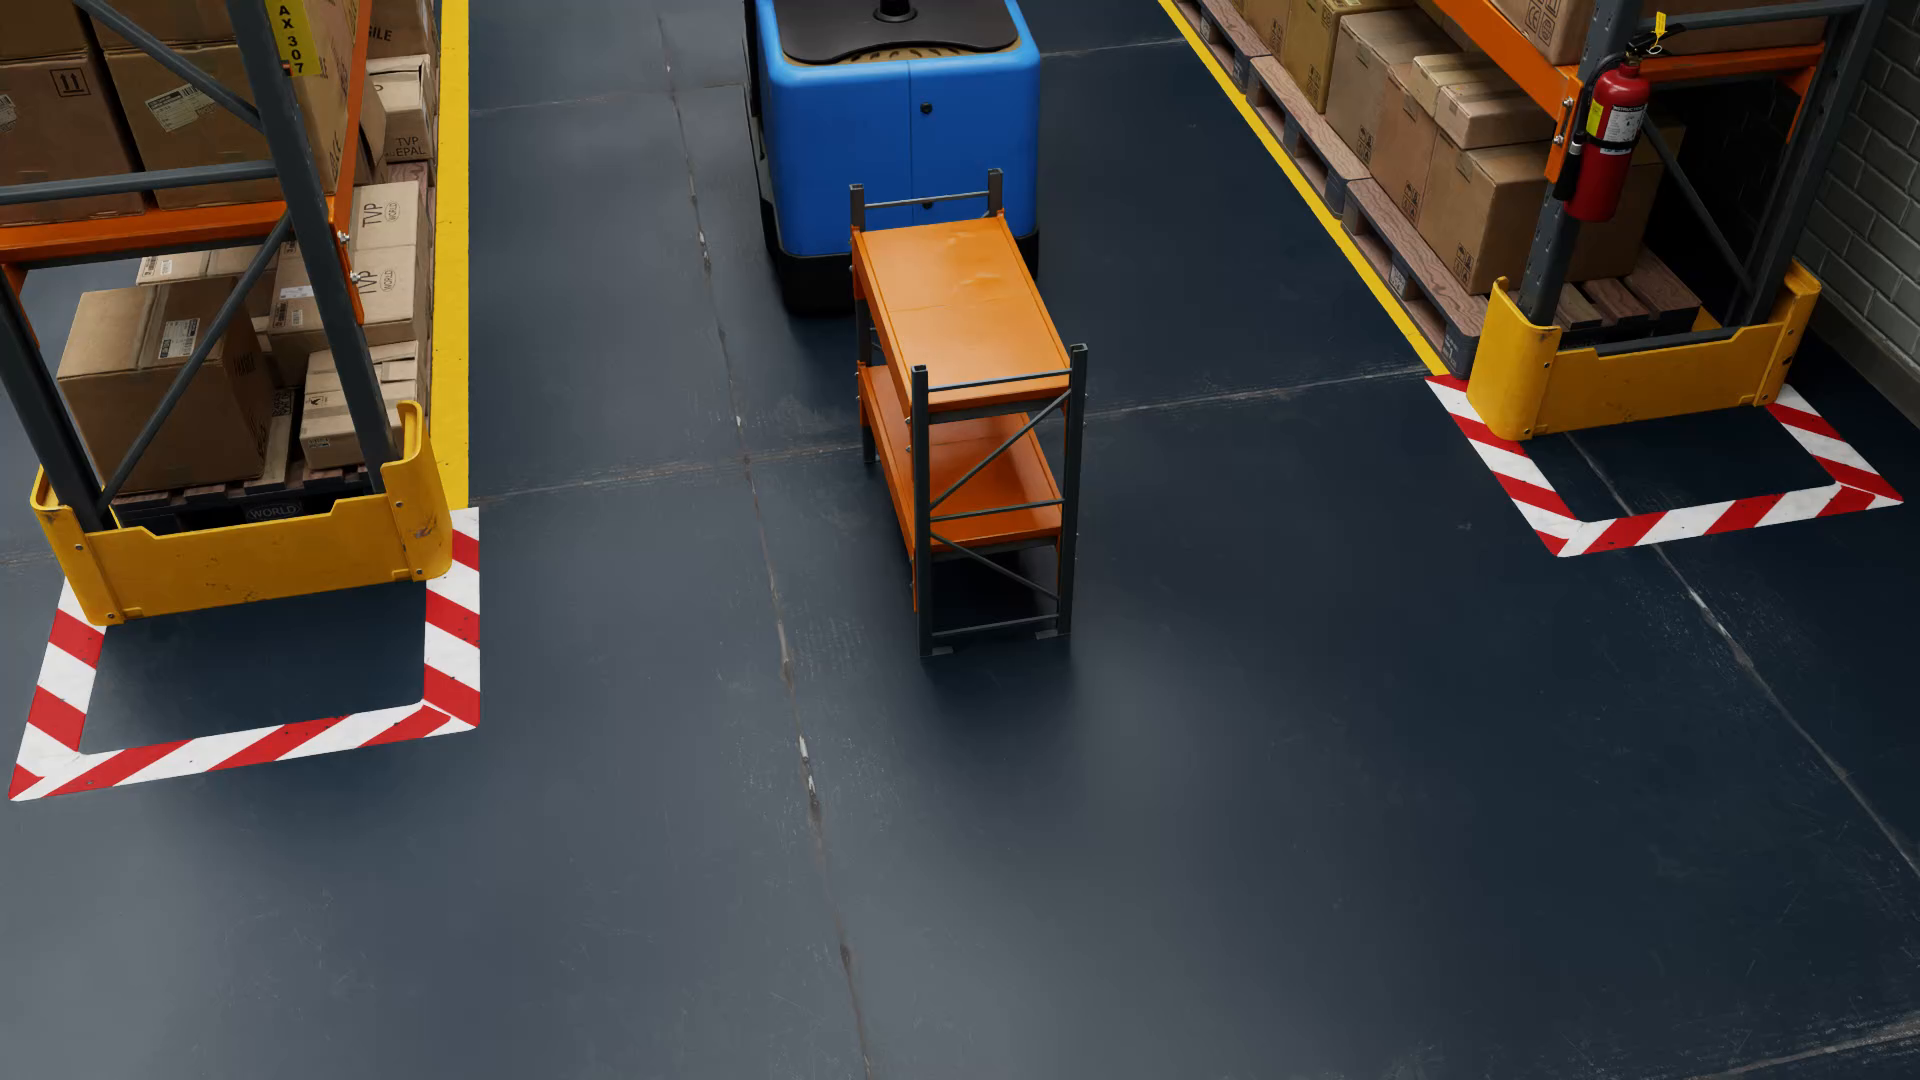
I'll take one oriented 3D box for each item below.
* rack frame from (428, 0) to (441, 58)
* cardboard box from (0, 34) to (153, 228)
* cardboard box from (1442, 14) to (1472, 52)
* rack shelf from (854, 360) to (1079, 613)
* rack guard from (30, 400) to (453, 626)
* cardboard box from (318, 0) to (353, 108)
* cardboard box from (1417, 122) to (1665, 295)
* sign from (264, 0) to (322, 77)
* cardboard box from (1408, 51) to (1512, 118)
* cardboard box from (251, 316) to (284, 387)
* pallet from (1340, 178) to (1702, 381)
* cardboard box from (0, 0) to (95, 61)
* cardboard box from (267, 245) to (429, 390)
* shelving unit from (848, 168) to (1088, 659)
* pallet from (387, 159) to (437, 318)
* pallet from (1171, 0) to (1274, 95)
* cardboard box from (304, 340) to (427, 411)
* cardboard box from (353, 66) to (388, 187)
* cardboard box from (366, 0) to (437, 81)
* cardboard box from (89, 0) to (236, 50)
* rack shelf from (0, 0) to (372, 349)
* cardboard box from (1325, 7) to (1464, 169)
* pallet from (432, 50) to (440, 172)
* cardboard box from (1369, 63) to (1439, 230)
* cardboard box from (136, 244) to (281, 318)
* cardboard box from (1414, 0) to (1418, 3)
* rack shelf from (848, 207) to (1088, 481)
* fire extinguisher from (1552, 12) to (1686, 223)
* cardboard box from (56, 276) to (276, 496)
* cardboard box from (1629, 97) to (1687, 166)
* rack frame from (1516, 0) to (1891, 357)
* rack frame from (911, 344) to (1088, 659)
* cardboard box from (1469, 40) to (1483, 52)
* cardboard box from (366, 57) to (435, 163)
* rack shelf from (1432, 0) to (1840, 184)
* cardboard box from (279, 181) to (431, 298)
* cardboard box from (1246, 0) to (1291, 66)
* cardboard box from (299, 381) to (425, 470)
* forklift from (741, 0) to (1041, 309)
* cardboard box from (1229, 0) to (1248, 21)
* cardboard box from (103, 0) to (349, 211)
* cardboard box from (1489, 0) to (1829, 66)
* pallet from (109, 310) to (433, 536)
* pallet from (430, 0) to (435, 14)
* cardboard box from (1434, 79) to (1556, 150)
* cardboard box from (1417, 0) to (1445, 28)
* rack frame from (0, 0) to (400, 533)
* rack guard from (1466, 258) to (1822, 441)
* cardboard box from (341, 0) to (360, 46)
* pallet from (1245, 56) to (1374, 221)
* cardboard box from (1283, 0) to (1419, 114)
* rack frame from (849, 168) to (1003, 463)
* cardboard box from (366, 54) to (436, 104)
[{"bbox_3d":[-3.171,-3.570,7.513,1.000,3.000,0.127,-8,42,-9],"label":"rack frame"},{"bbox_3d":[-2.670,-1.266,4.842,0.500,0.500,0.500,-7,42,-8],"label":"cardboard box"},{"bbox_3d":[2.282,-2.197,7.044,0.380,0.149,0.250,-8,42,-9],"label":"cardboard box"},{"bbox_3d":[0.001,-0.233,5.534,0.538,0.278,1.000,-8,42,-9],"label":"rack shelf"},{"bbox_3d":[-2.324,-0.092,5.477,1.175,0.500,0.348,-8,42,-9],"label":"rack guard"},{"bbox_3d":[-2.263,-1.674,5.301,0.500,0.500,0.500,-9,42,-10],"label":"cardboard box"},{"bbox_3d":[2.279,-1.351,6.580,0.700,0.500,0.500,-8,42,-9],"label":"cardboard box"},{"bbox_3d":[-1.778,-1.379,4.392,0.100,0.325,0.005,-8,42,-9],"label":"sign"},{"bbox_3d":[2.018,-1.817,6.615,0.380,0.149,0.250,-7,42,-8],"label":"cardboard box"},{"bbox_3d":[-2.665,-0.675,6.054,0.380,0.166,0.250,-8,42,-9],"label":"cardboard box"},{"bbox_3d":[2.279,-1.154,6.891,1.003,0.211,1.213,-8,42,-9],"label":"pallet"},{"bbox_3d":[-2.672,-1.638,4.507,0.500,0.500,0.500,-9,42,-10],"label":"cardboard box"},{"bbox_3d":[-2.256,-0.831,6.167,0.500,0.250,0.500,-8,42,-9],"label":"cardboard box"},{"bbox_3d":[0.001,-0.416,5.372,0.538,1.125,1.048,-8,42,-9],"label":"shelving unit"},{"bbox_3d":[-2.757,-1.290,7.044,1.003,0.211,1.213,-8,42,-9],"label":"pallet"},{"bbox_3d":[1.753,-2.736,8.673,1.003,0.211,1.213,-8,42,-9],"label":"pallet"},{"bbox_3d":[-2.117,-0.565,5.930,0.380,0.166,0.250,-8,42,-9],"label":"cardboard box"},{"bbox_3d":[-2.761,-1.584,6.824,0.797,0.503,0.637,-8,42,-9],"label":"cardboard box"},{"bbox_3d":[-2.771,-2.471,7.826,0.500,0.500,0.500,-8,42,-9],"label":"cardboard box"},{"bbox_3d":[-2.146,-1.714,4.593,0.500,0.500,0.500,-7,42,-8],"label":"cardboard box"},{"bbox_3d":[-2.740,-2.005,6.291,1.077,0.370,4.000,-8,42,-9],"label":"rack shelf"},{"bbox_3d":[2.062,-2.002,7.312,0.700,0.500,0.500,-10,42,-11],"label":"cardboard box"},{"bbox_3d":[-3.024,-2.082,7.937,1.003,0.211,1.213,-8,42,-9],"label":"pallet"},{"bbox_3d":[2.171,-1.676,6.945,0.700,0.500,0.500,-8,42,-9],"label":"cardboard box"},{"bbox_3d":[-2.842,-1.051,6.414,0.500,0.250,0.500,-8,42,-9],"label":"cardboard box"},{"bbox_3d":[2.172,-2.527,7.416,0.380,0.149,0.250,-9,42,-10],"label":"cardboard box"},{"bbox_3d":[0.001,-0.635,5.177,0.538,0.278,1.000,-8,42,-9],"label":"rack shelf"},{"bbox_3d":[2.110,-1.358,5.359,0.296,0.674,0.183,-8,42,-9],"label":"fire extinguisher"},{"bbox_3d":[-2.666,-0.524,5.633,0.500,0.500,0.500,-8,42,-9],"label":"cardboard box"},{"bbox_3d":[2.502,-1.542,6.305,0.380,0.149,0.250,-8,42,-9],"label":"cardboard box"},{"bbox_3d":[2.528,-1.690,5.394,1.000,3.000,0.127,-8,42,-9],"label":"rack frame"},{"bbox_3d":[0.111,-0.087,5.000,0.500,1.125,0.032,-8,42,-9],"label":"rack frame"},{"bbox_3d":[2.338,-2.032,6.858,0.380,0.149,0.250,-8,42,-9],"label":"cardboard box"},{"bbox_3d":[-2.609,-1.915,7.341,0.500,0.311,0.500,-8,42,-9],"label":"cardboard box"},{"bbox_3d":[2.096,-2.717,7.093,1.077,0.370,4.000,-8,42,-9],"label":"rack shelf"},{"bbox_3d":[-2.364,-1.155,6.532,0.500,0.250,0.500,-8,42,-9],"label":"cardboard box"},{"bbox_3d":[1.831,-2.679,8.075,0.700,0.500,0.500,-9,42,-10],"label":"cardboard box"},{"bbox_3d":[-2.063,-0.397,5.753,0.380,0.149,0.250,-8,42,-9],"label":"cardboard box"},{"bbox_3d":[-0.432,-3.009,6.932,1.130,2.935,3.031,-6,42,-7],"label":"forklift"},{"bbox_3d":[1.726,-3.005,8.443,0.700,0.500,0.500,-8,42,-9],"label":"cardboard box"},{"bbox_3d":[-2.146,-1.340,4.925,0.500,0.500,0.500,-8,42,-8],"label":"cardboard box"},{"bbox_3d":[2.408,-2.131,5.665,0.980,0.700,0.700,-7,42,-7],"label":"cardboard box"},{"bbox_3d":[-2.497,-0.501,6.155,1.003,0.211,1.213,-8,42,-9],"label":"pallet"},{"bbox_3d":[-3.384,-3.049,9.026,1.003,0.211,1.213,-8,42,-9],"label":"pallet"},{"bbox_3d":[2.074,-1.651,6.429,0.380,0.149,0.250,-9,42,-10],"label":"cardboard box"},{"bbox_3d":[2.226,-2.363,7.231,0.380,0.149,0.250,-8,42,-9],"label":"cardboard box"},{"bbox_3d":[-2.308,-0.978,4.592,1.000,3.000,0.127,-8,42,-9],"label":"rack frame"},{"bbox_3d":[2.533,-0.739,6.206,1.175,0.500,0.348,-8,42,-9],"label":"rack guard"},{"bbox_3d":[-2.368,-2.000,5.668,0.500,0.500,0.500,-8,42,-9],"label":"cardboard box"},{"bbox_3d":[2.019,-1.943,7.780,1.003,0.211,1.213,-8,42,-9],"label":"pallet"},{"bbox_3d":[1.940,-2.346,7.700,0.700,0.500,0.500,-7,42,-8],"label":"cardboard box"},{"bbox_3d":[-0.108,-0.746,5.743,0.500,1.125,0.032,-8,42,-9],"label":"rack frame"},{"bbox_3d":[-2.632,-2.106,7.679,0.380,0.149,0.250,-8,42,-9],"label":"cardboard box"}]
